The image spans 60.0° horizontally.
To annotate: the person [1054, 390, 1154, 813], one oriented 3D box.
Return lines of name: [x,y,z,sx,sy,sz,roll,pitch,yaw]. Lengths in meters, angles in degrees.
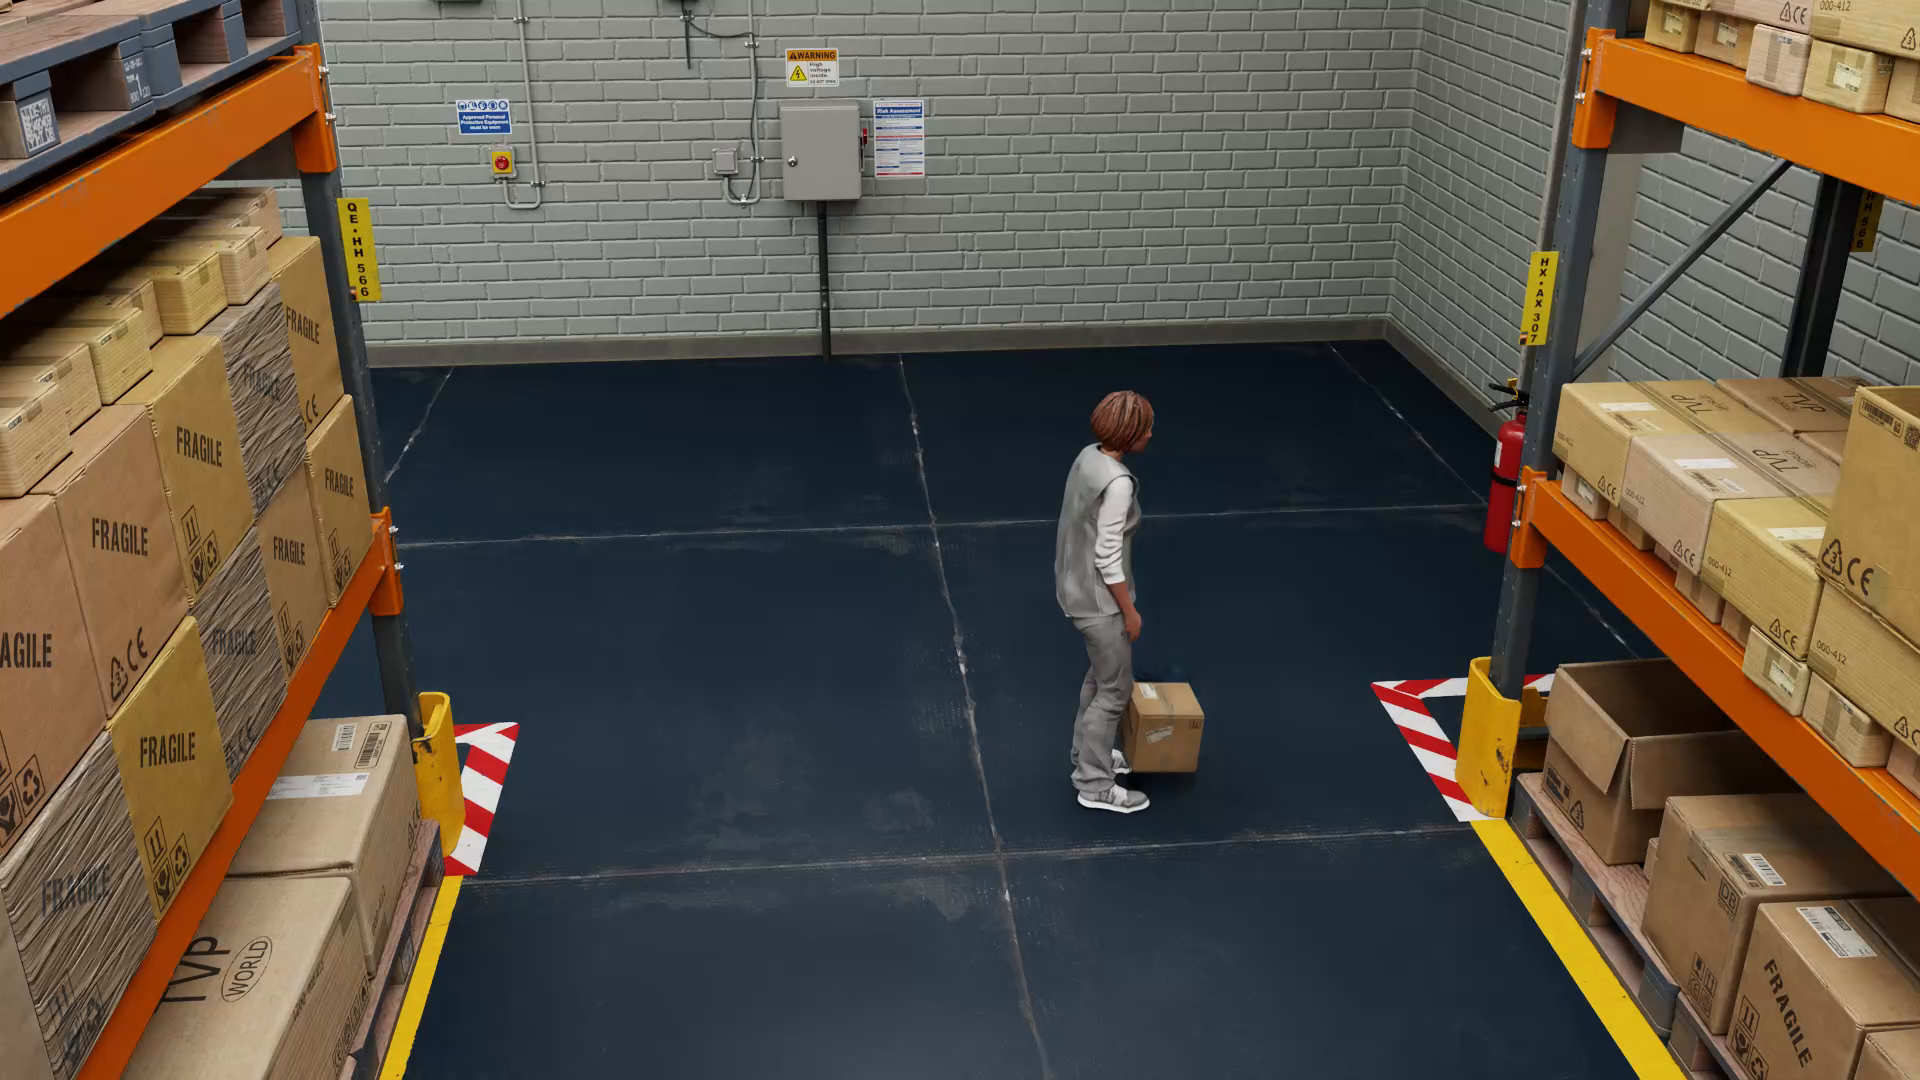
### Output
person: [0.544,0.218,6.125,0.374,1.594,0.455,-3,24,-7]
